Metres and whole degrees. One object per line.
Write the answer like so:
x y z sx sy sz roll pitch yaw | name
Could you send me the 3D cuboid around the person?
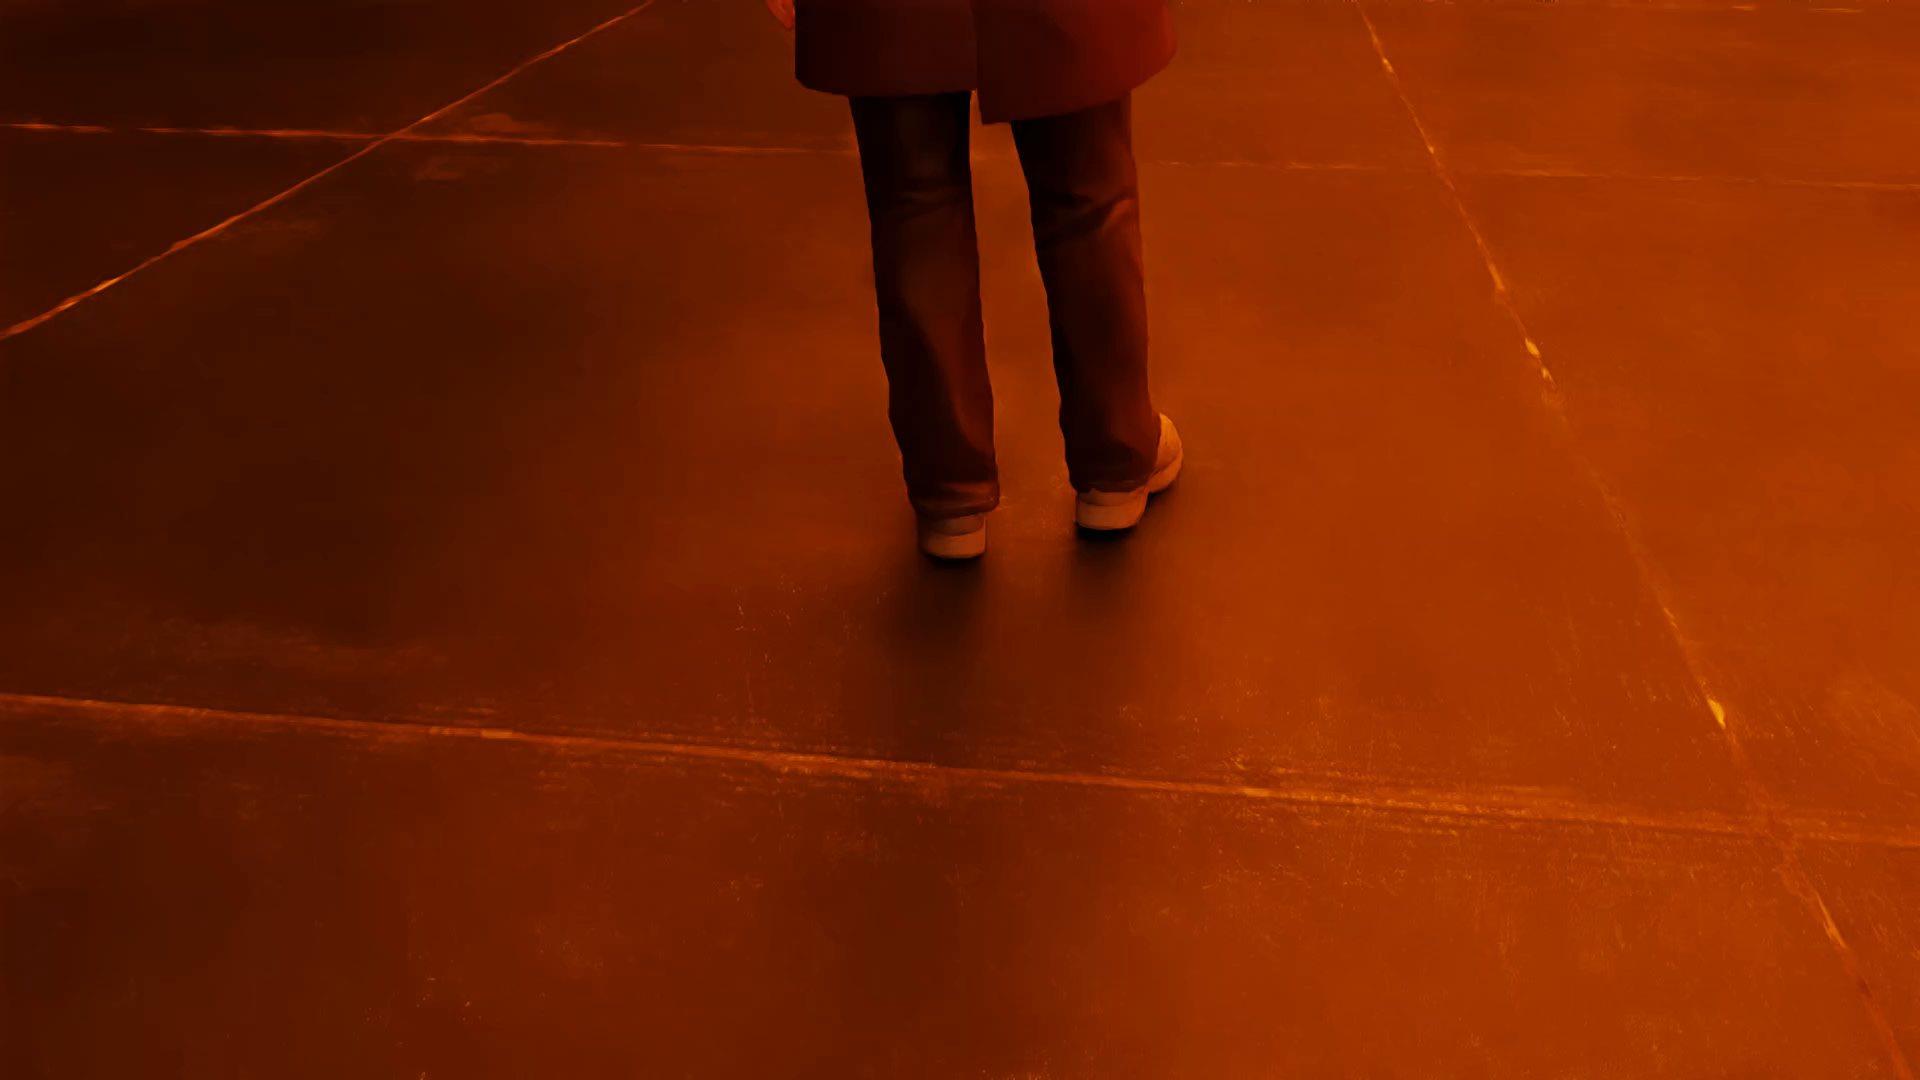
0.017 -0.802 2.200 0.694 1.687 0.580 3 27 7 | person
